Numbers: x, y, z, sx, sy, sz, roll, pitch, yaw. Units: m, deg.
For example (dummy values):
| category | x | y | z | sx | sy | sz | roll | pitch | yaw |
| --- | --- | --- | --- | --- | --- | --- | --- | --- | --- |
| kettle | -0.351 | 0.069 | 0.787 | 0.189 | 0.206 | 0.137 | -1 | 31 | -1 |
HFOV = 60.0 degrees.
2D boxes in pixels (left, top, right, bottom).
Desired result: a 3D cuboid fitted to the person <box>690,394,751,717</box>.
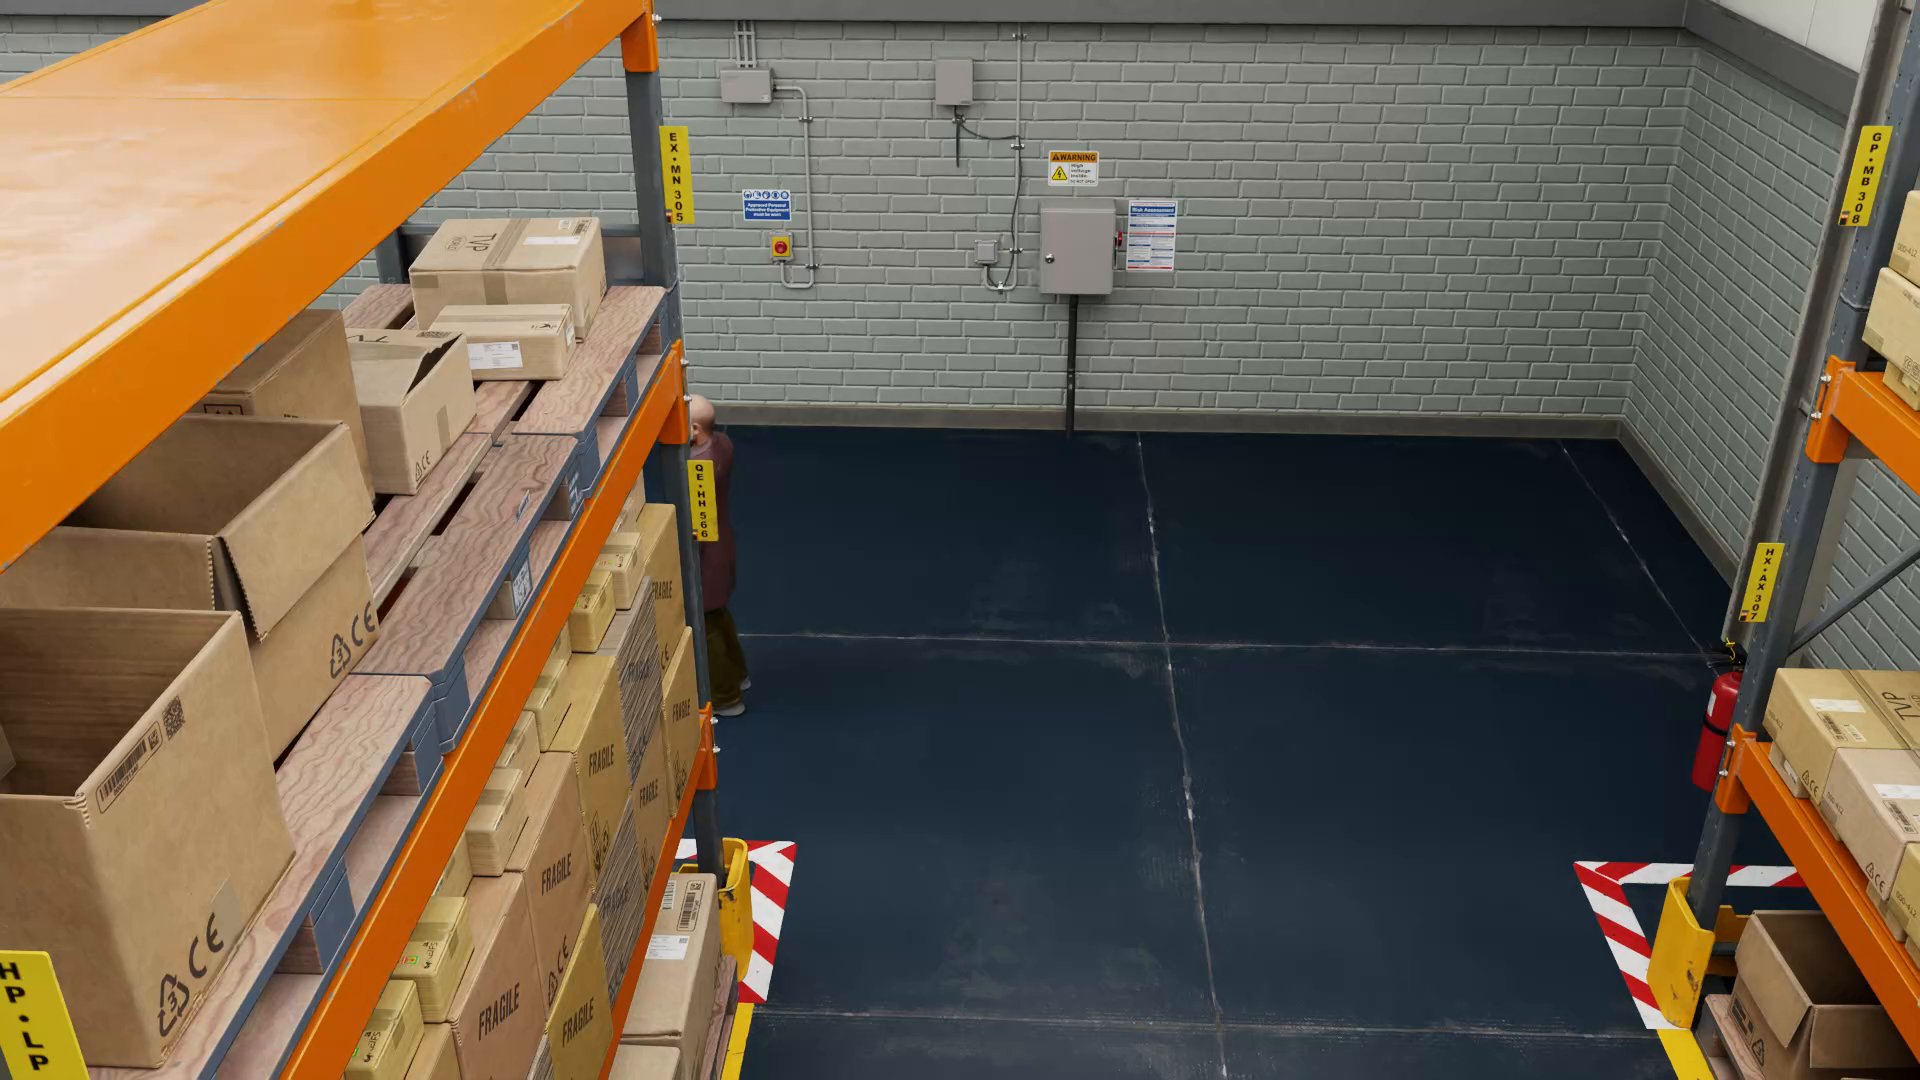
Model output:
| category | x | y | z | sx | sy | sz | roll | pitch | yaw |
| --- | --- | --- | --- | --- | --- | --- | --- | --- | --- |
| person | -1.325 | 0.084 | 8.482 | 0.384 | 1.774 | 0.563 | 2 | 28 | 3 |
